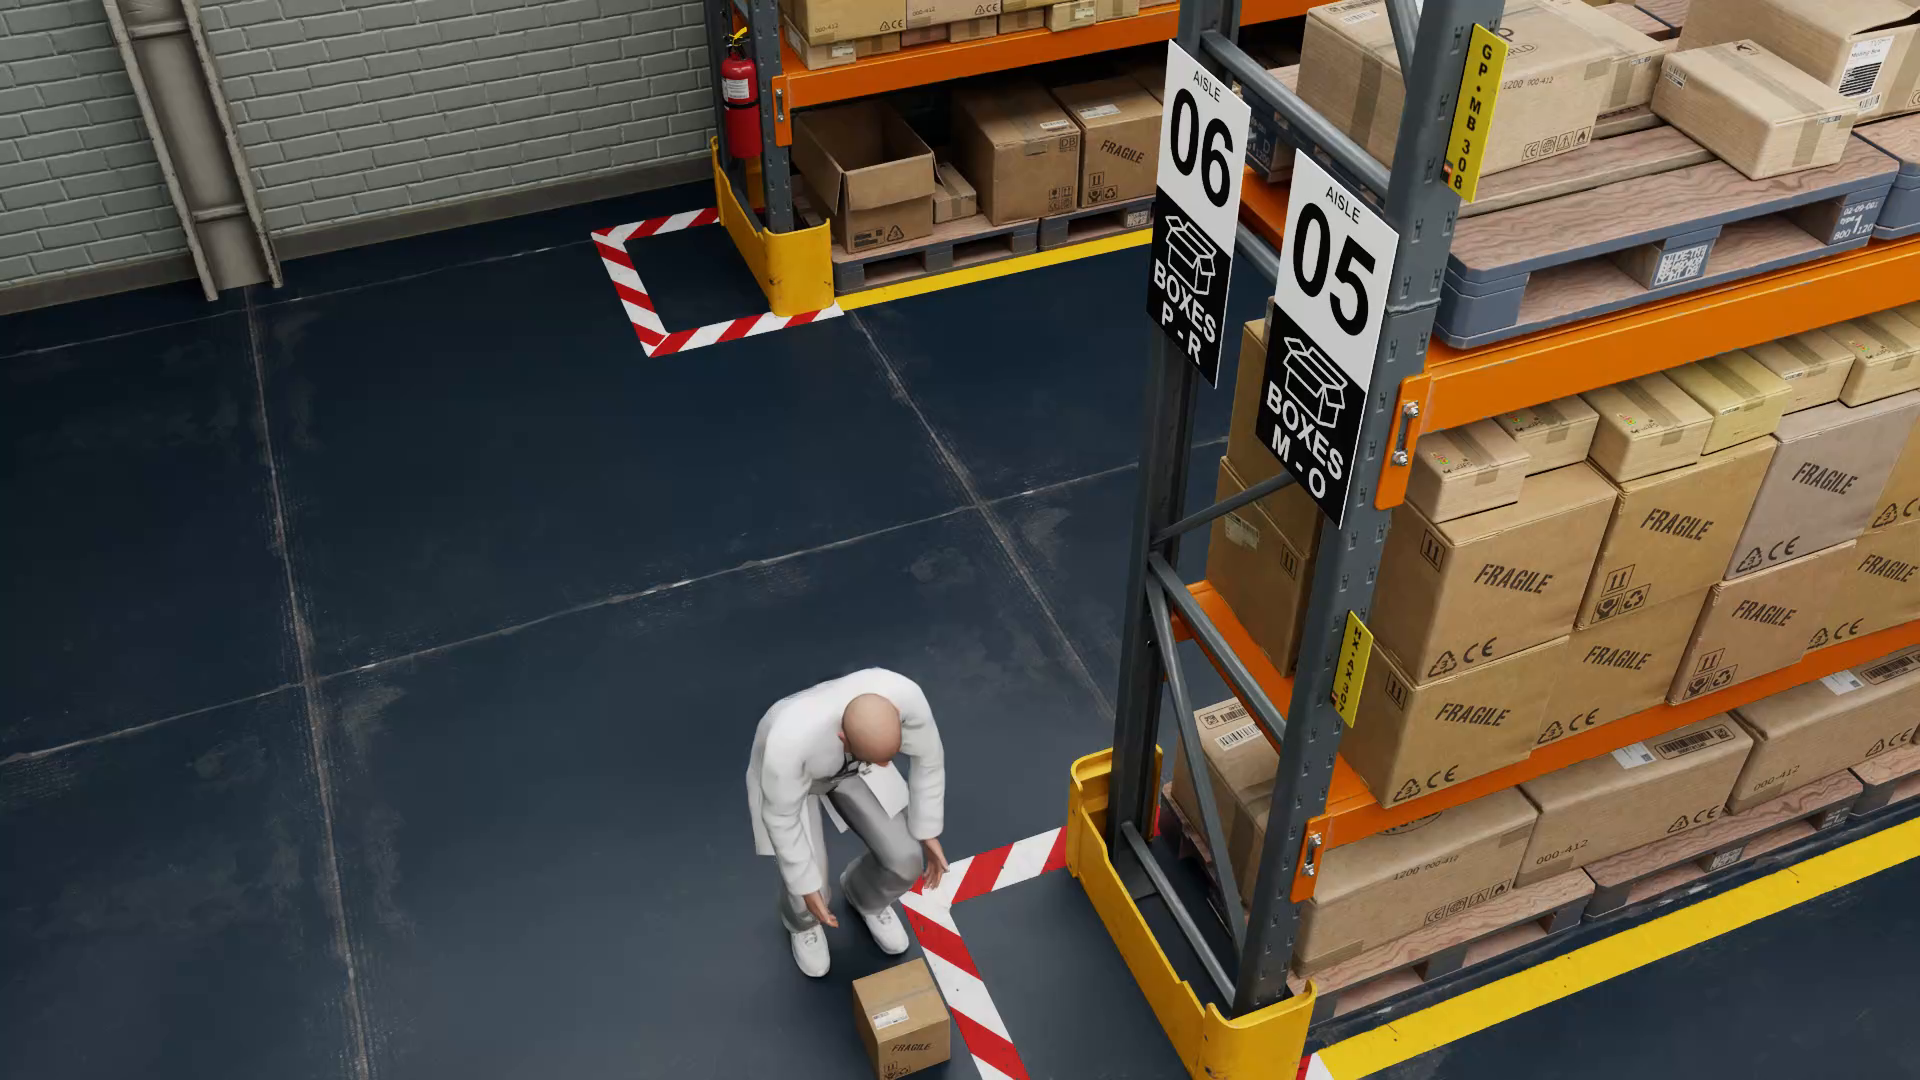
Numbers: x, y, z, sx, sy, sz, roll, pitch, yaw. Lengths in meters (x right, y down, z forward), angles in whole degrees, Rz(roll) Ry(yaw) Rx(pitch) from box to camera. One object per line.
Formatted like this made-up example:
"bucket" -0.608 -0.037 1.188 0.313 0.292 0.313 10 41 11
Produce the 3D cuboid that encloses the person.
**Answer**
"person" -0.380 0.865 5.464 0.631 1.410 0.719 -18 44 -19
